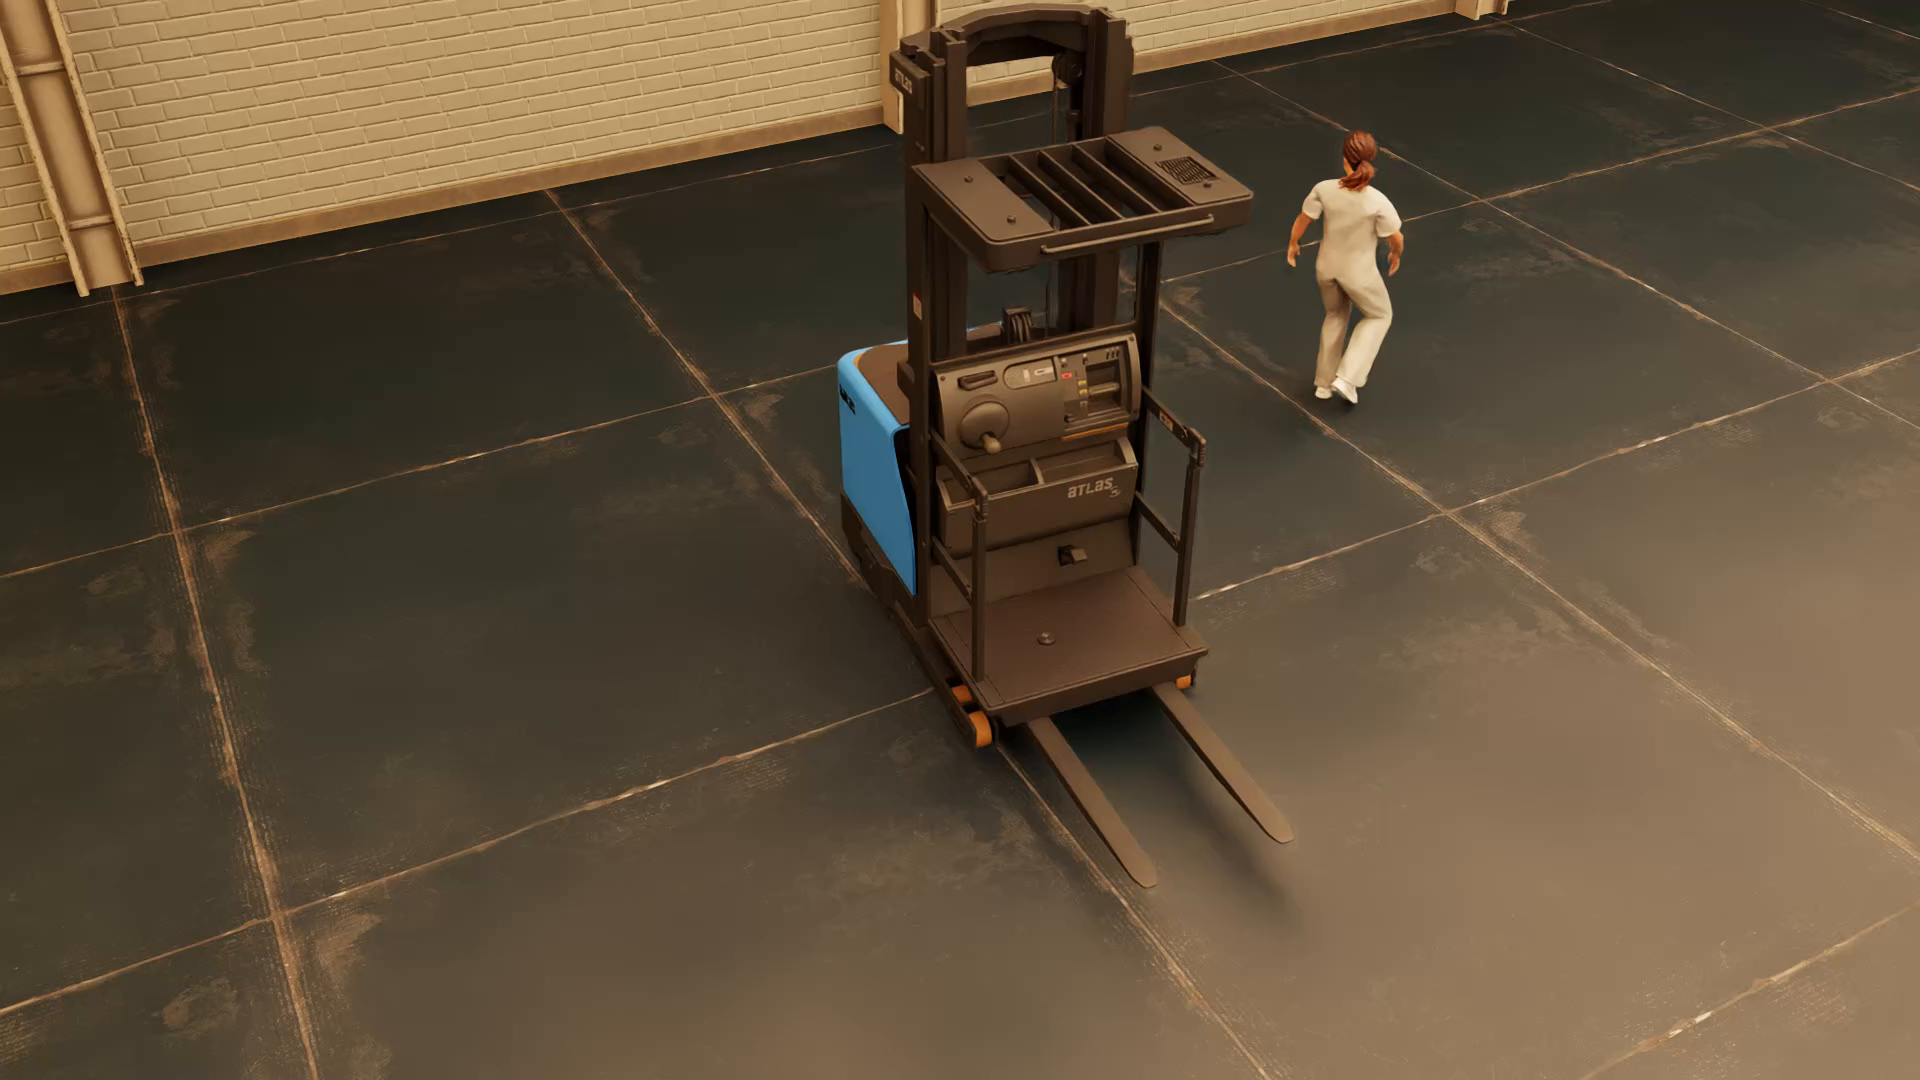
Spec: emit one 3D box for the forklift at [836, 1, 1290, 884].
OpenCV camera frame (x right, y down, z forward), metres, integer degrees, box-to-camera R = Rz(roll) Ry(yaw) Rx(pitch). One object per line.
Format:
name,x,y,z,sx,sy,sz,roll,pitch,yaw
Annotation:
forklift,0.418,-0.570,6.930,1.130,2.935,3.031,-14,38,-19

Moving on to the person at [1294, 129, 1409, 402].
person,2.191,-1.553,9.453,0.689,1.633,0.461,27,44,33
